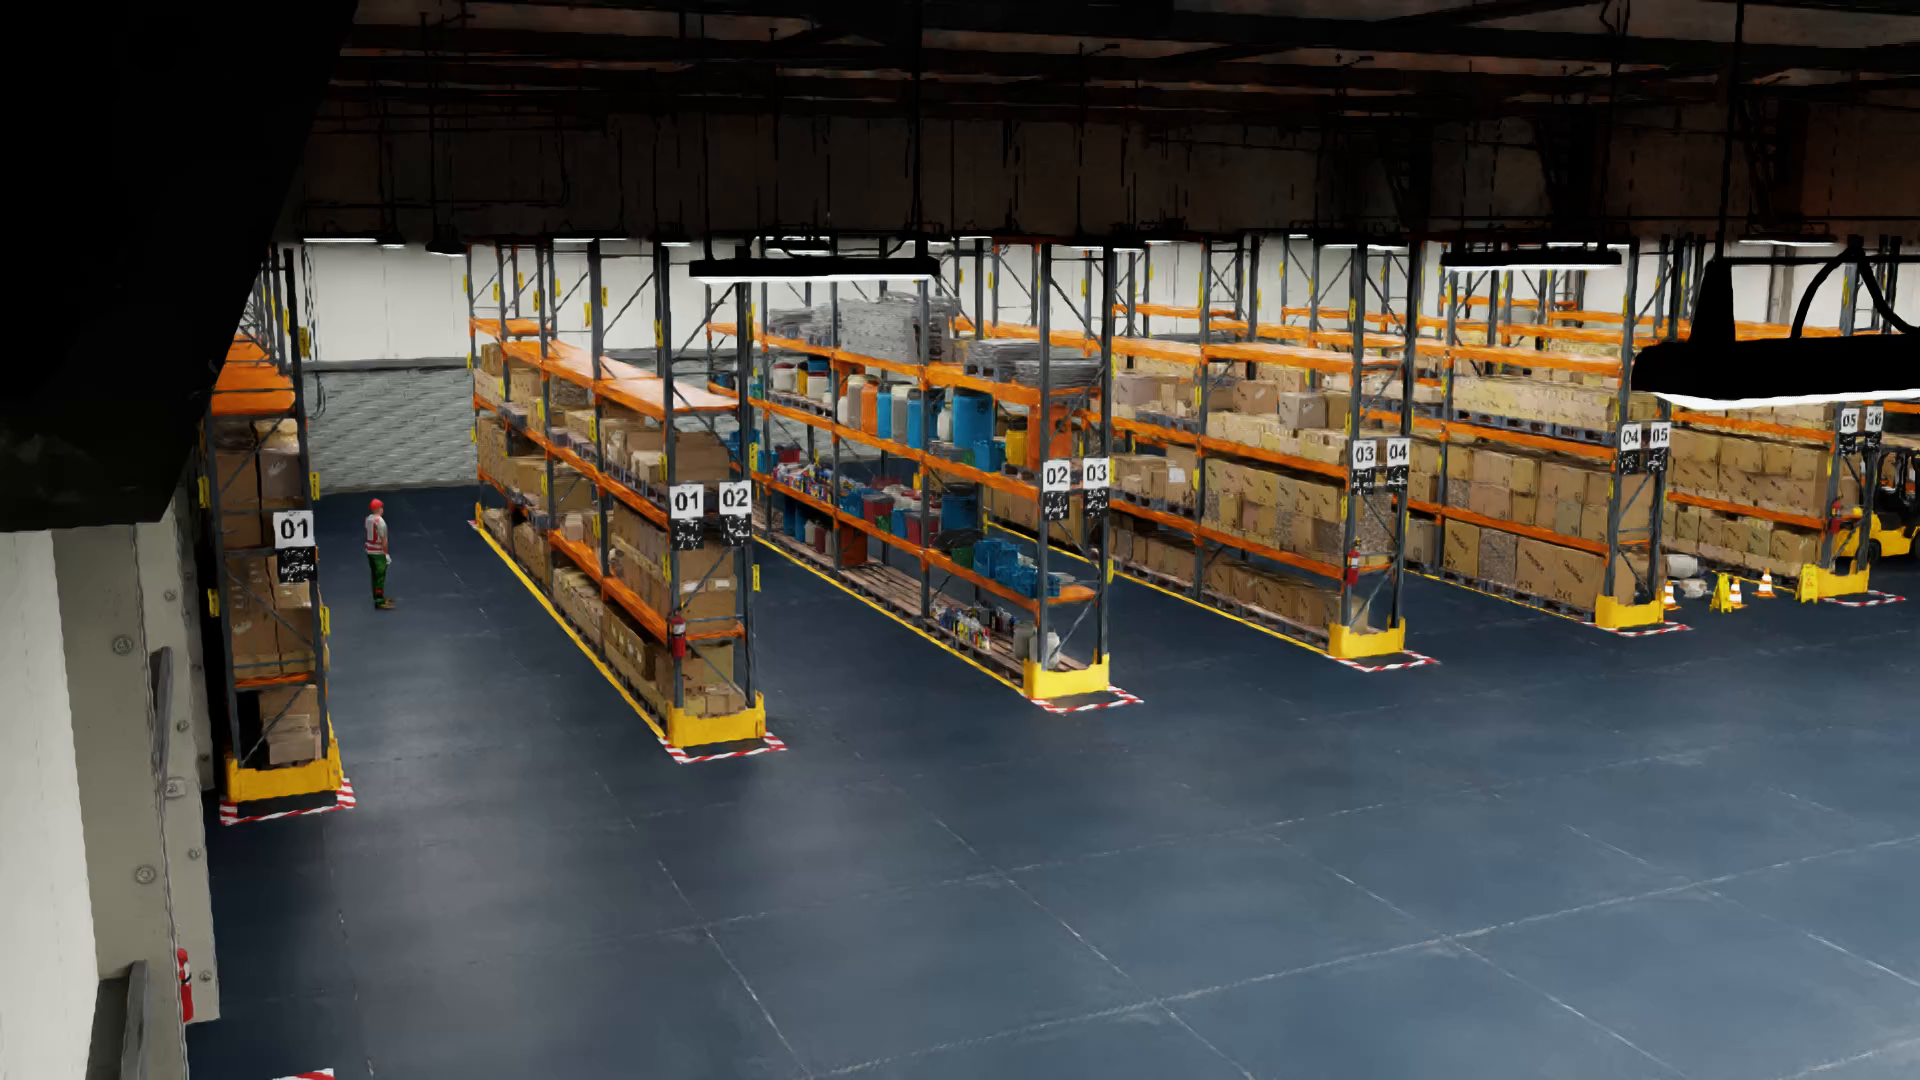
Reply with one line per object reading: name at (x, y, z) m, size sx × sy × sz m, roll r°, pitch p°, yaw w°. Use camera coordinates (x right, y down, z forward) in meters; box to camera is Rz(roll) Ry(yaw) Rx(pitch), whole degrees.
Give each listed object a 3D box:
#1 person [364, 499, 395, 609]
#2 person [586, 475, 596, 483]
person at (-9.488, 0.209, 27.247) m, size 0.625 × 1.794 × 0.462 m, roll 10°, pitch 15°, yaw 42°
person at (-8.870, -2.126, 39.916) m, size 0.471 × 1.588 × 0.585 m, roll 4°, pitch 12°, yaw 21°
